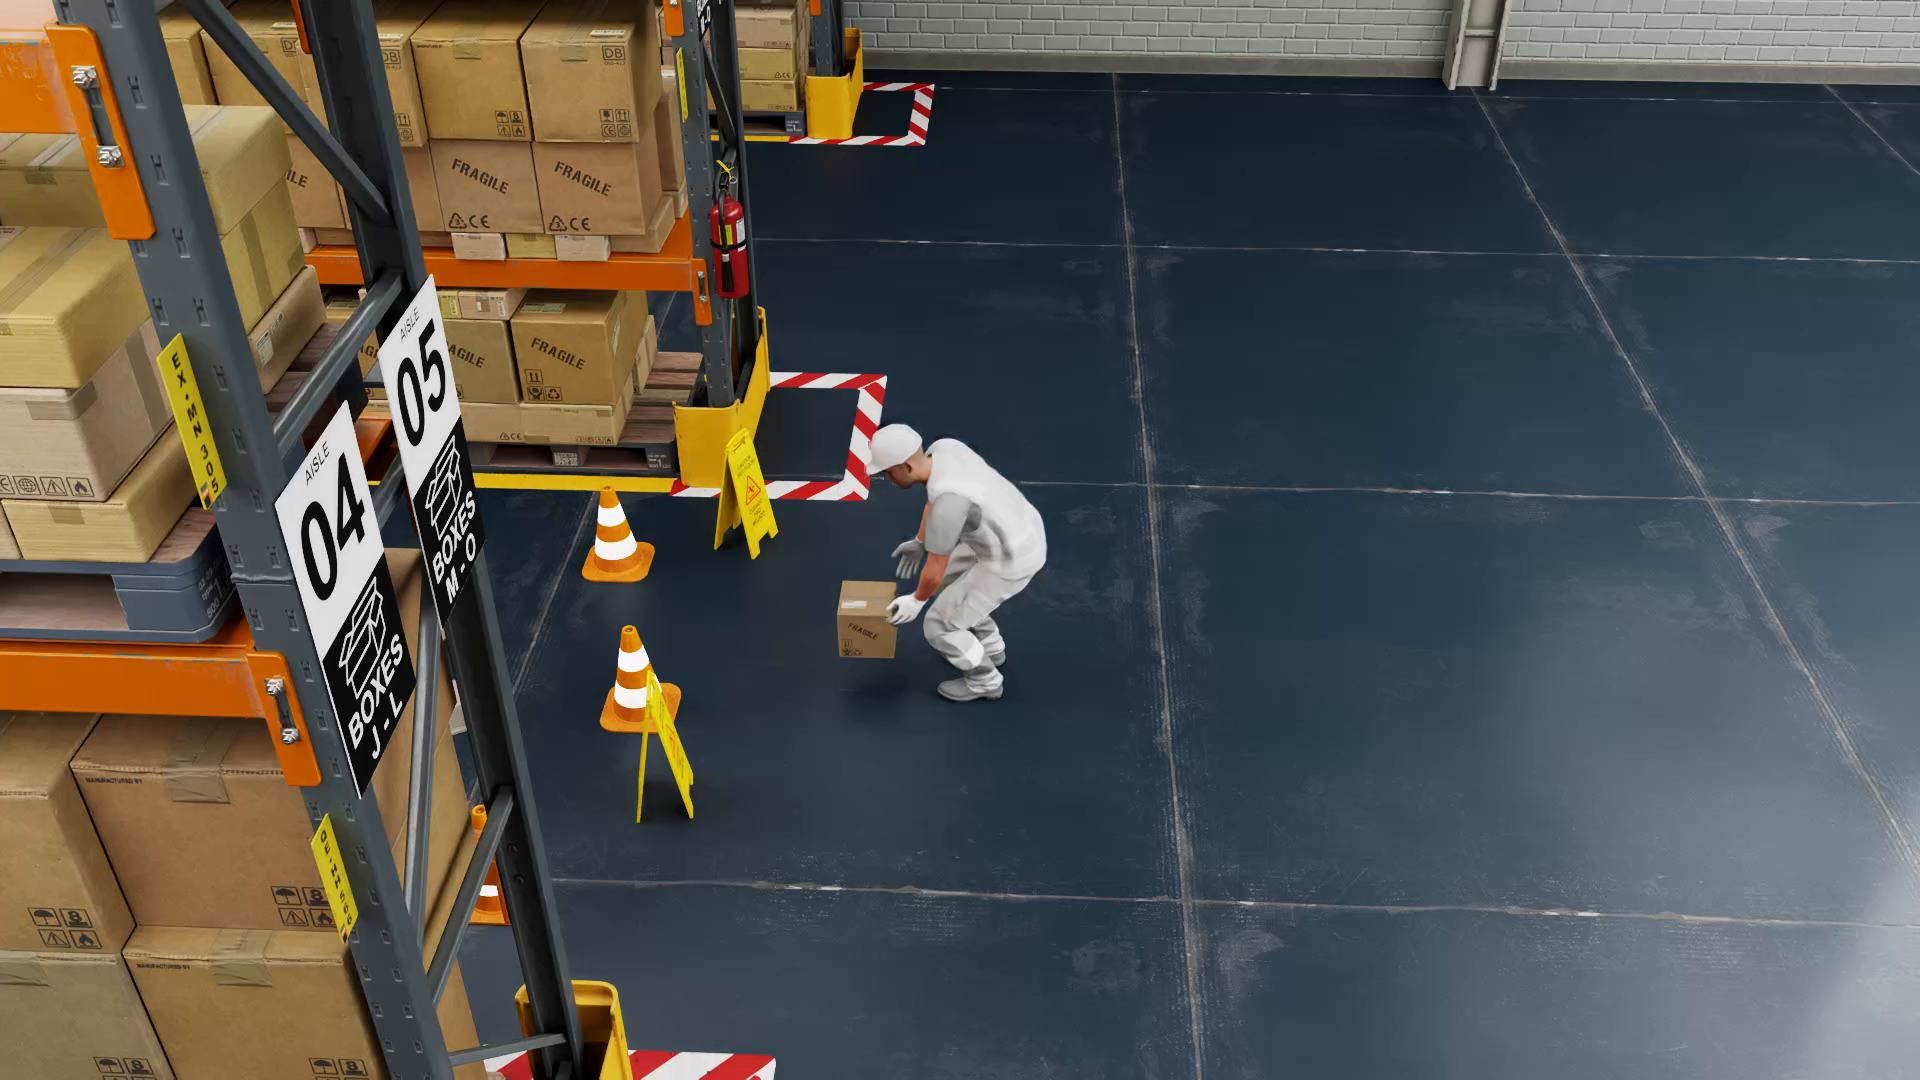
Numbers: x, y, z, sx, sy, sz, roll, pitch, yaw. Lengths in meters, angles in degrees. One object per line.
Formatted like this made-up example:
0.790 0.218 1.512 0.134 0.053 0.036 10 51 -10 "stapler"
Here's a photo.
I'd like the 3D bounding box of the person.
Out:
-0.009 0.096 7.313 0.780 1.384 0.584 1 35 2 "person"
